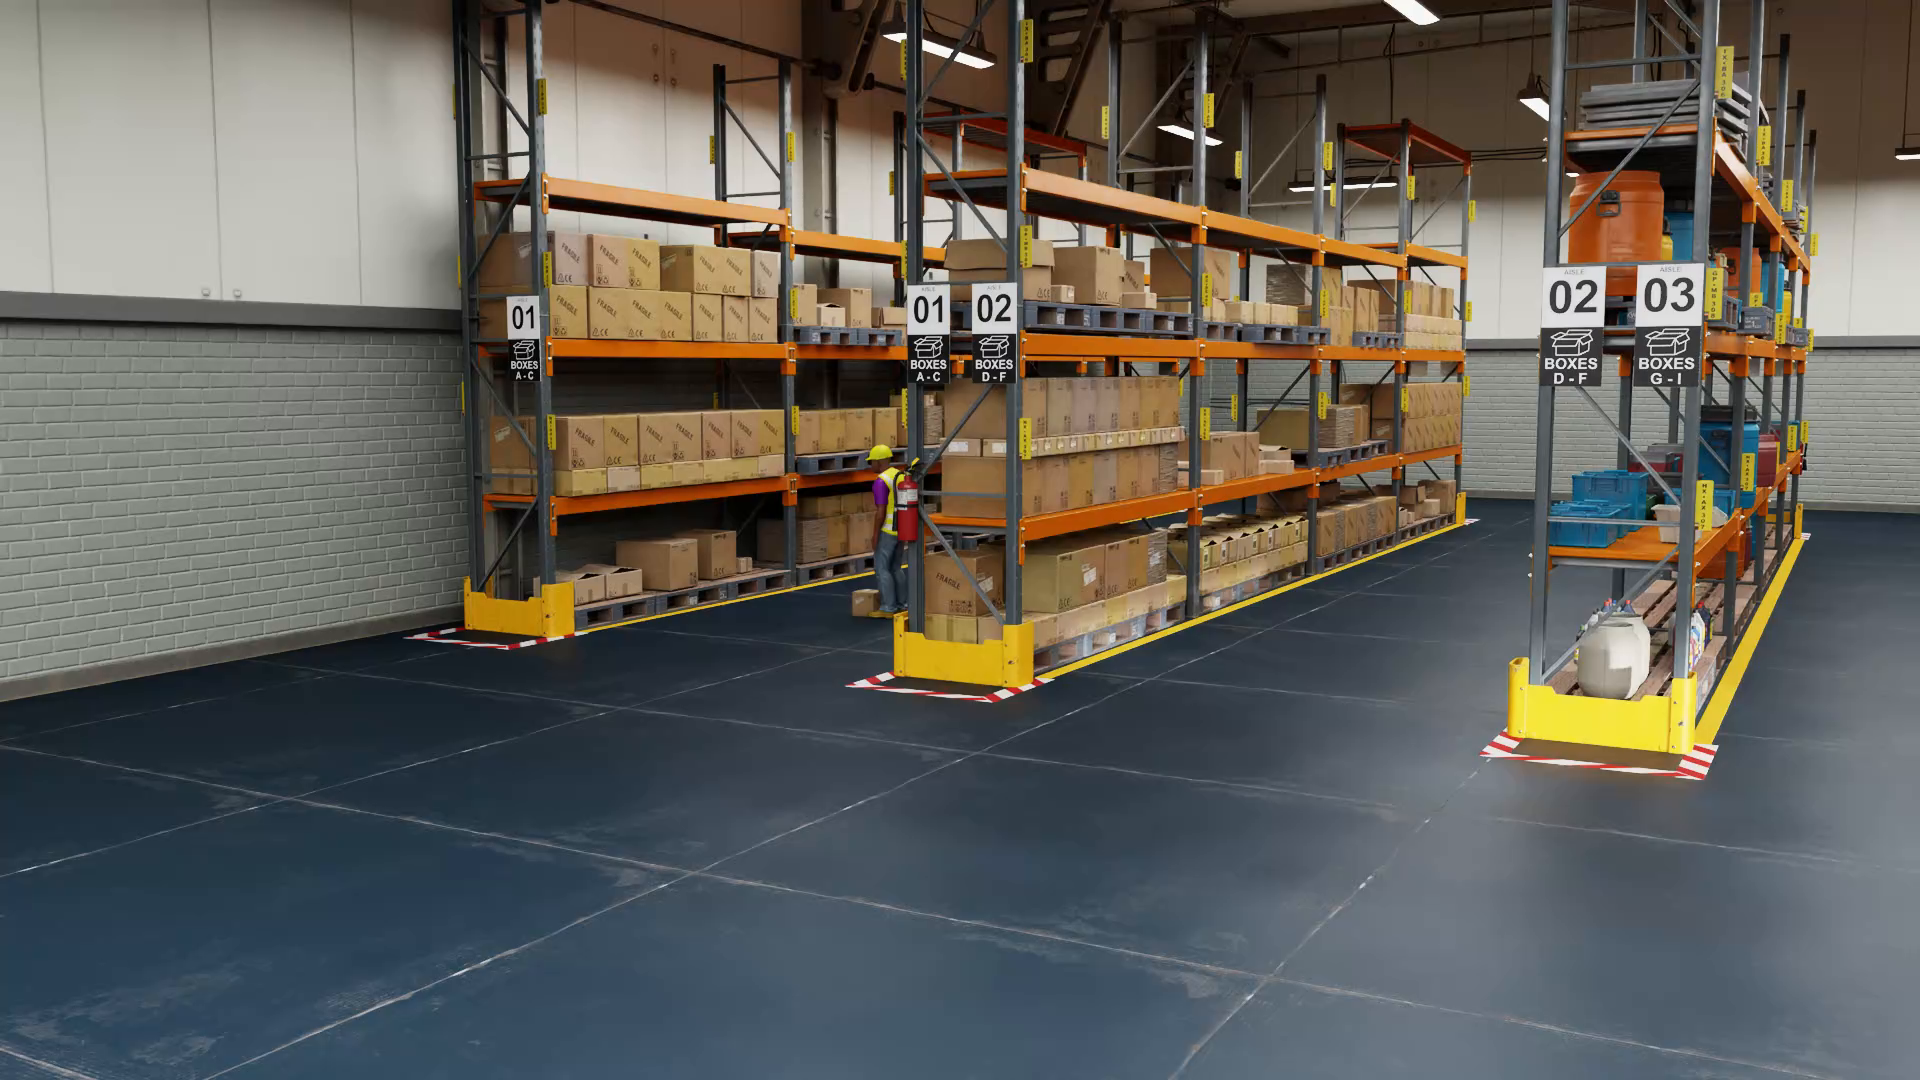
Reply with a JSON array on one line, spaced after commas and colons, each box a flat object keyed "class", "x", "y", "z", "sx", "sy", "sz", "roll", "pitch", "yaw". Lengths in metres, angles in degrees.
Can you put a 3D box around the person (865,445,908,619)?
[{"class": "person", "x": -0.733, "y": -0.090, "z": 16.933, "sx": 0.463, "sy": 1.759, "sz": 0.620, "roll": 3, "pitch": 7, "yaw": 26}]
